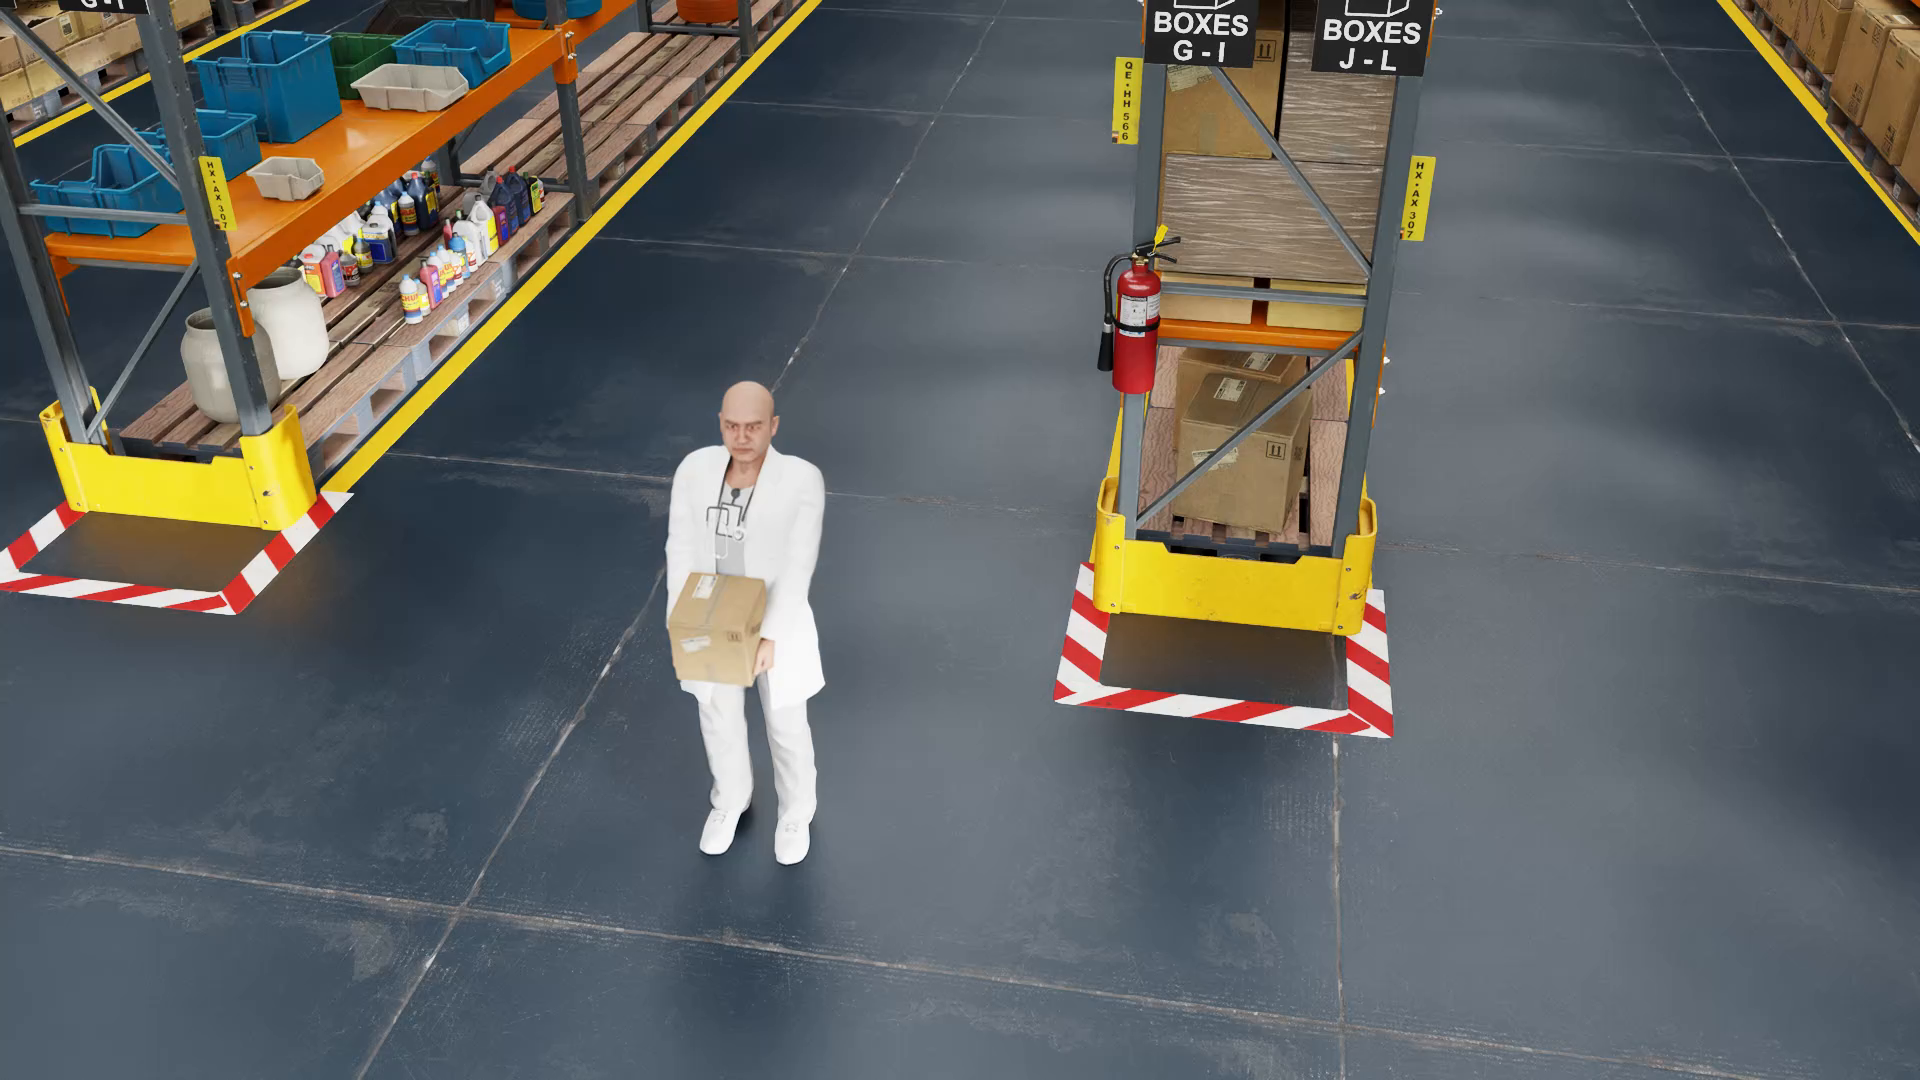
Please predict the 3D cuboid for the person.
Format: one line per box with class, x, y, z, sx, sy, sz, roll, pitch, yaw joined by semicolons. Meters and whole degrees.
person;-0.728;0.348;5.599;0.531;1.769;0.555;5;32;9
